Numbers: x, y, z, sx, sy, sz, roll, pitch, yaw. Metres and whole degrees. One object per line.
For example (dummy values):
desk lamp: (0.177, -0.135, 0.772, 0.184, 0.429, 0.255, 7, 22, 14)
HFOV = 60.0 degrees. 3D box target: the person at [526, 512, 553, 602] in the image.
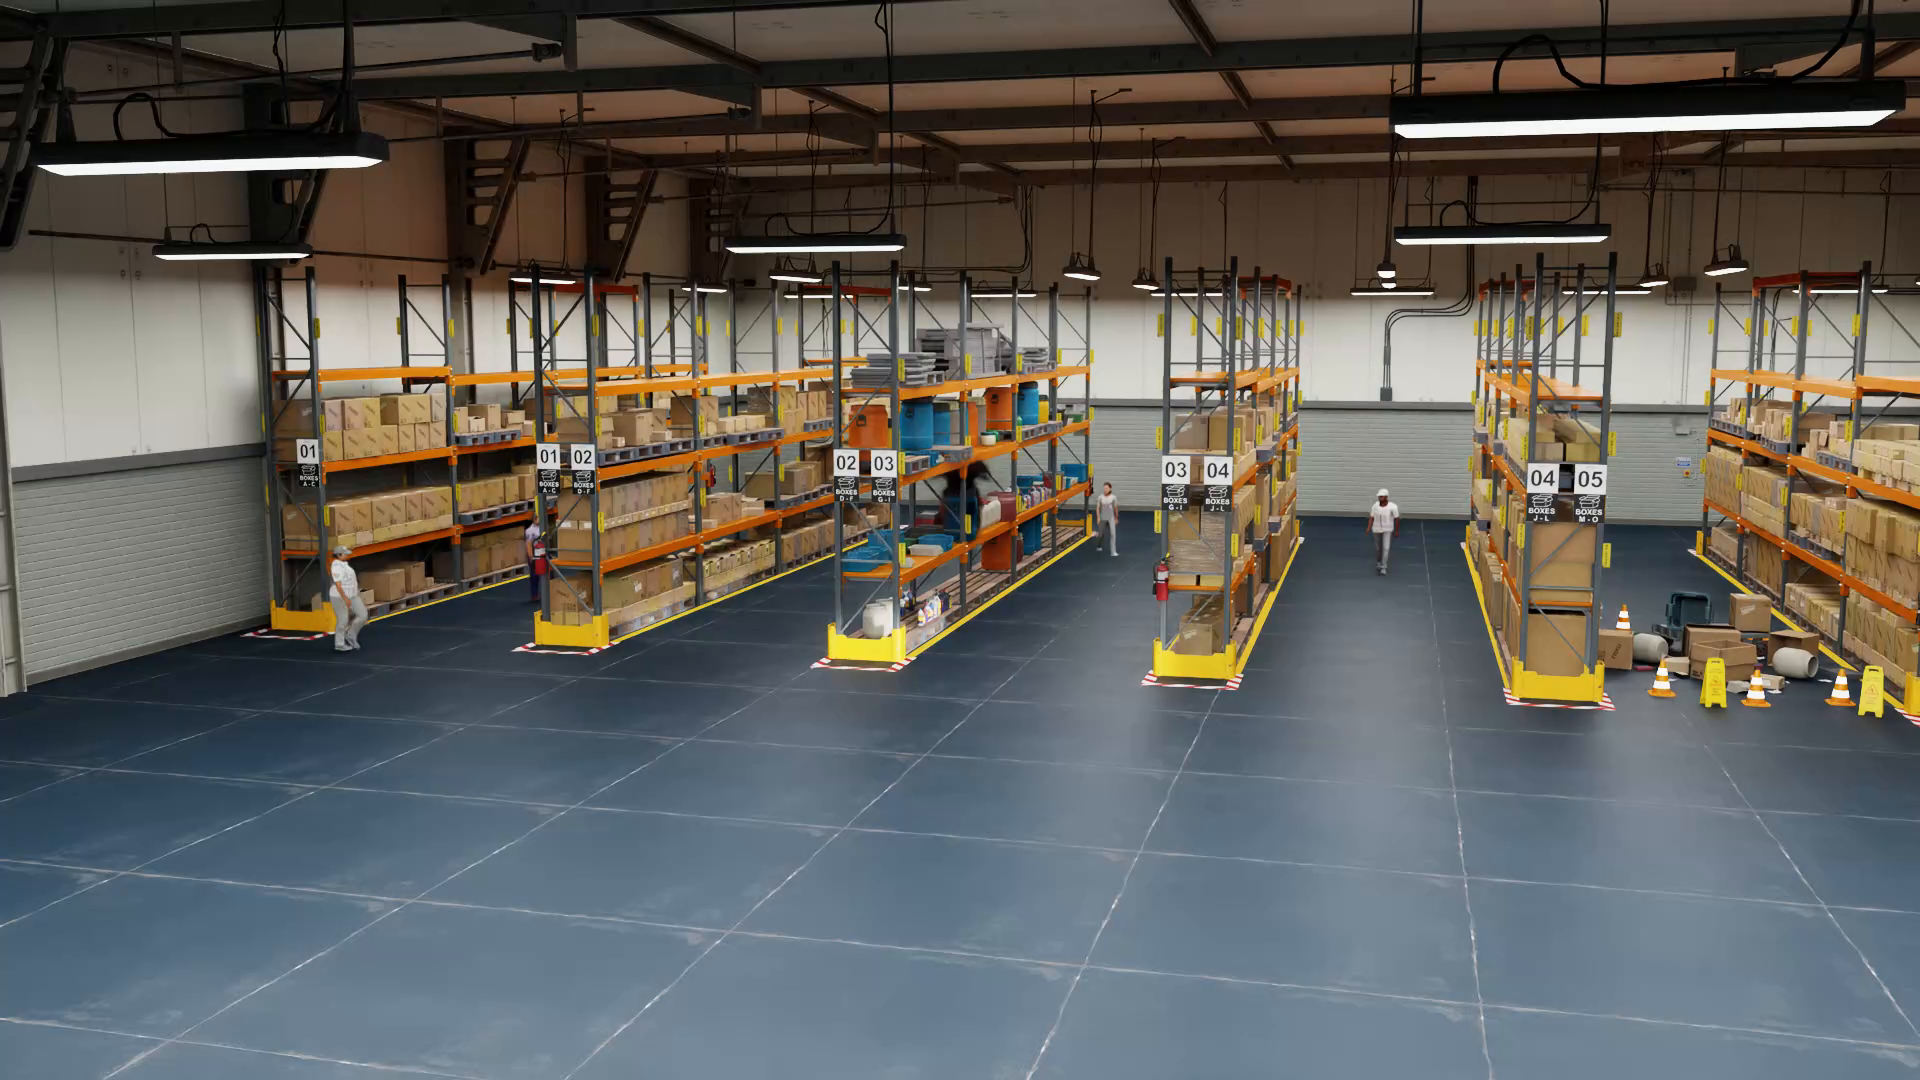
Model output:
person: (-7.709, 0.312, 30.625, 0.566, 1.656, 0.496, -7, 10, -43)

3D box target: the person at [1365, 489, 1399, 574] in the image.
person: (8.677, -0.185, 34.169, 0.664, 1.730, 0.986, 3, 8, 20)

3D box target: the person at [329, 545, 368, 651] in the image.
person: (-9.533, 0.908, 25.822, 0.471, 1.676, 0.508, 2, 8, 17)

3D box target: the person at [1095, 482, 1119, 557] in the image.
person: (3.266, -0.469, 36.836, 0.510, 1.627, 0.996, -1, 7, -7)
